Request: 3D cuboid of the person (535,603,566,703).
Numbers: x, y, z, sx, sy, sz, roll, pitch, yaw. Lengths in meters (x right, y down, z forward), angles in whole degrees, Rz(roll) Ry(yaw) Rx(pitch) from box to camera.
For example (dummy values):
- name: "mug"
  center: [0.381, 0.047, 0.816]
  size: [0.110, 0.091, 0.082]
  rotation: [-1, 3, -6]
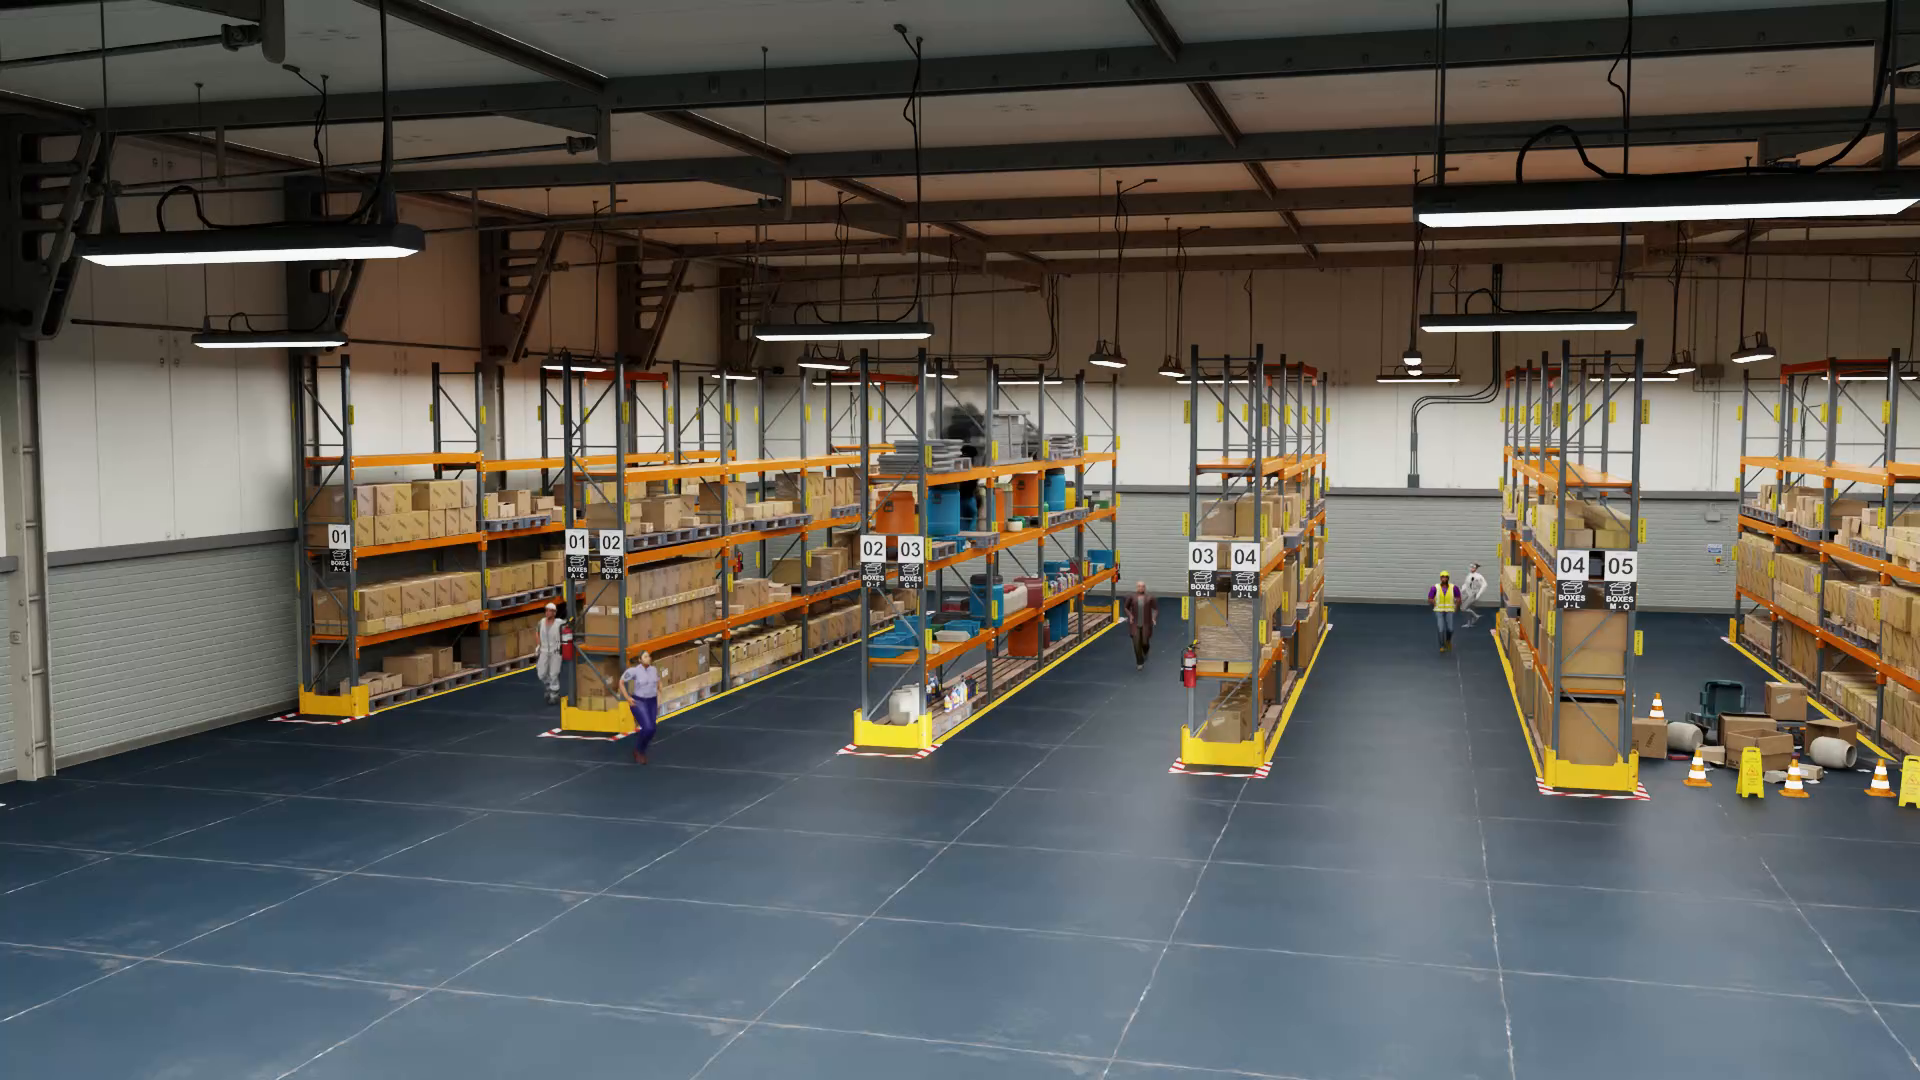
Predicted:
- name: "person"
  center: [-7.086, 1.964, 28.844]
  size: [0.668, 1.749, 0.583]
  rotation: [0, 4, 5]

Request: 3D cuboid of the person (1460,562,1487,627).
- name: "person"
  center: [12.014, 1.297, 39.068]
  size: [0.467, 1.599, 0.730]
  rotation: [-1, 4, -12]

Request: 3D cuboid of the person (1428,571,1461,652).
- name: "person"
  center: [10.192, 1.512, 34.970]
  size: [0.690, 1.721, 0.582]
  rotation: [1, 4, 14]

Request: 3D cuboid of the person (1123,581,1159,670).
- name: "person"
  center: [3.575, 1.783, 32.903]
  size: [0.712, 1.534, 0.653]
  rotation: [1, 4, 9]

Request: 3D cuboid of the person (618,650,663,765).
- name: "person"
  center: [-4.544, 2.415, 23.941]
  size: [0.586, 1.654, 0.642]
  rotation: [4, 6, 41]
